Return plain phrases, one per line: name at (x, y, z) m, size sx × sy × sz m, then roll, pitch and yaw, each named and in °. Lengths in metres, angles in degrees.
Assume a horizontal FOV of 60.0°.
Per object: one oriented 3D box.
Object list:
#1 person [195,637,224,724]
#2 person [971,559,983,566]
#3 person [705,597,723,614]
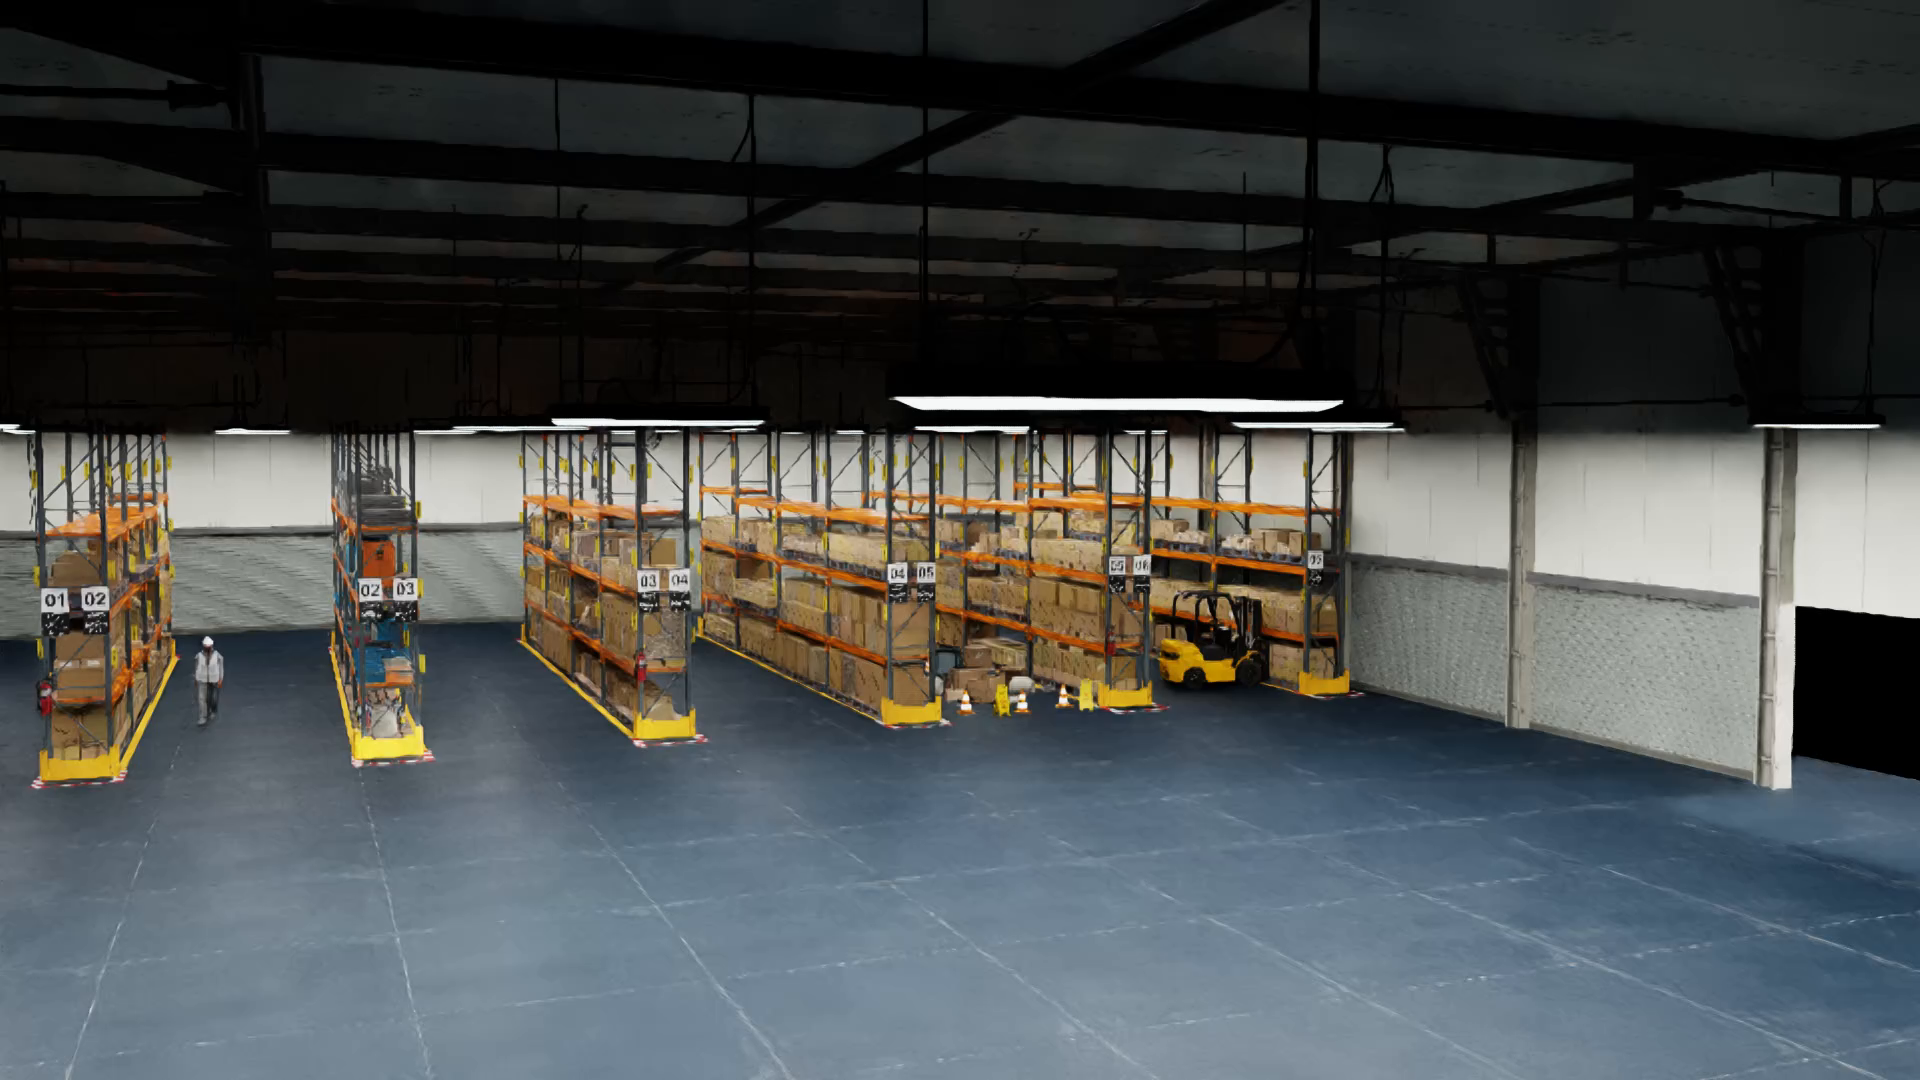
person at (-15.020, 2.778, 33.281) m, size 0.544 × 1.698 × 1.106 m, roll -2°, pitch 4°, yaw -24°
person at (0.572, 1.421, 54.808) m, size 0.569 × 1.780 × 0.599 m, roll 2°, pitch 4°, yaw 25°
person at (-7.701, 1.667, 51.907) m, size 0.446 × 1.601 × 1.018 m, roll -2°, pitch 4°, yaw -31°
